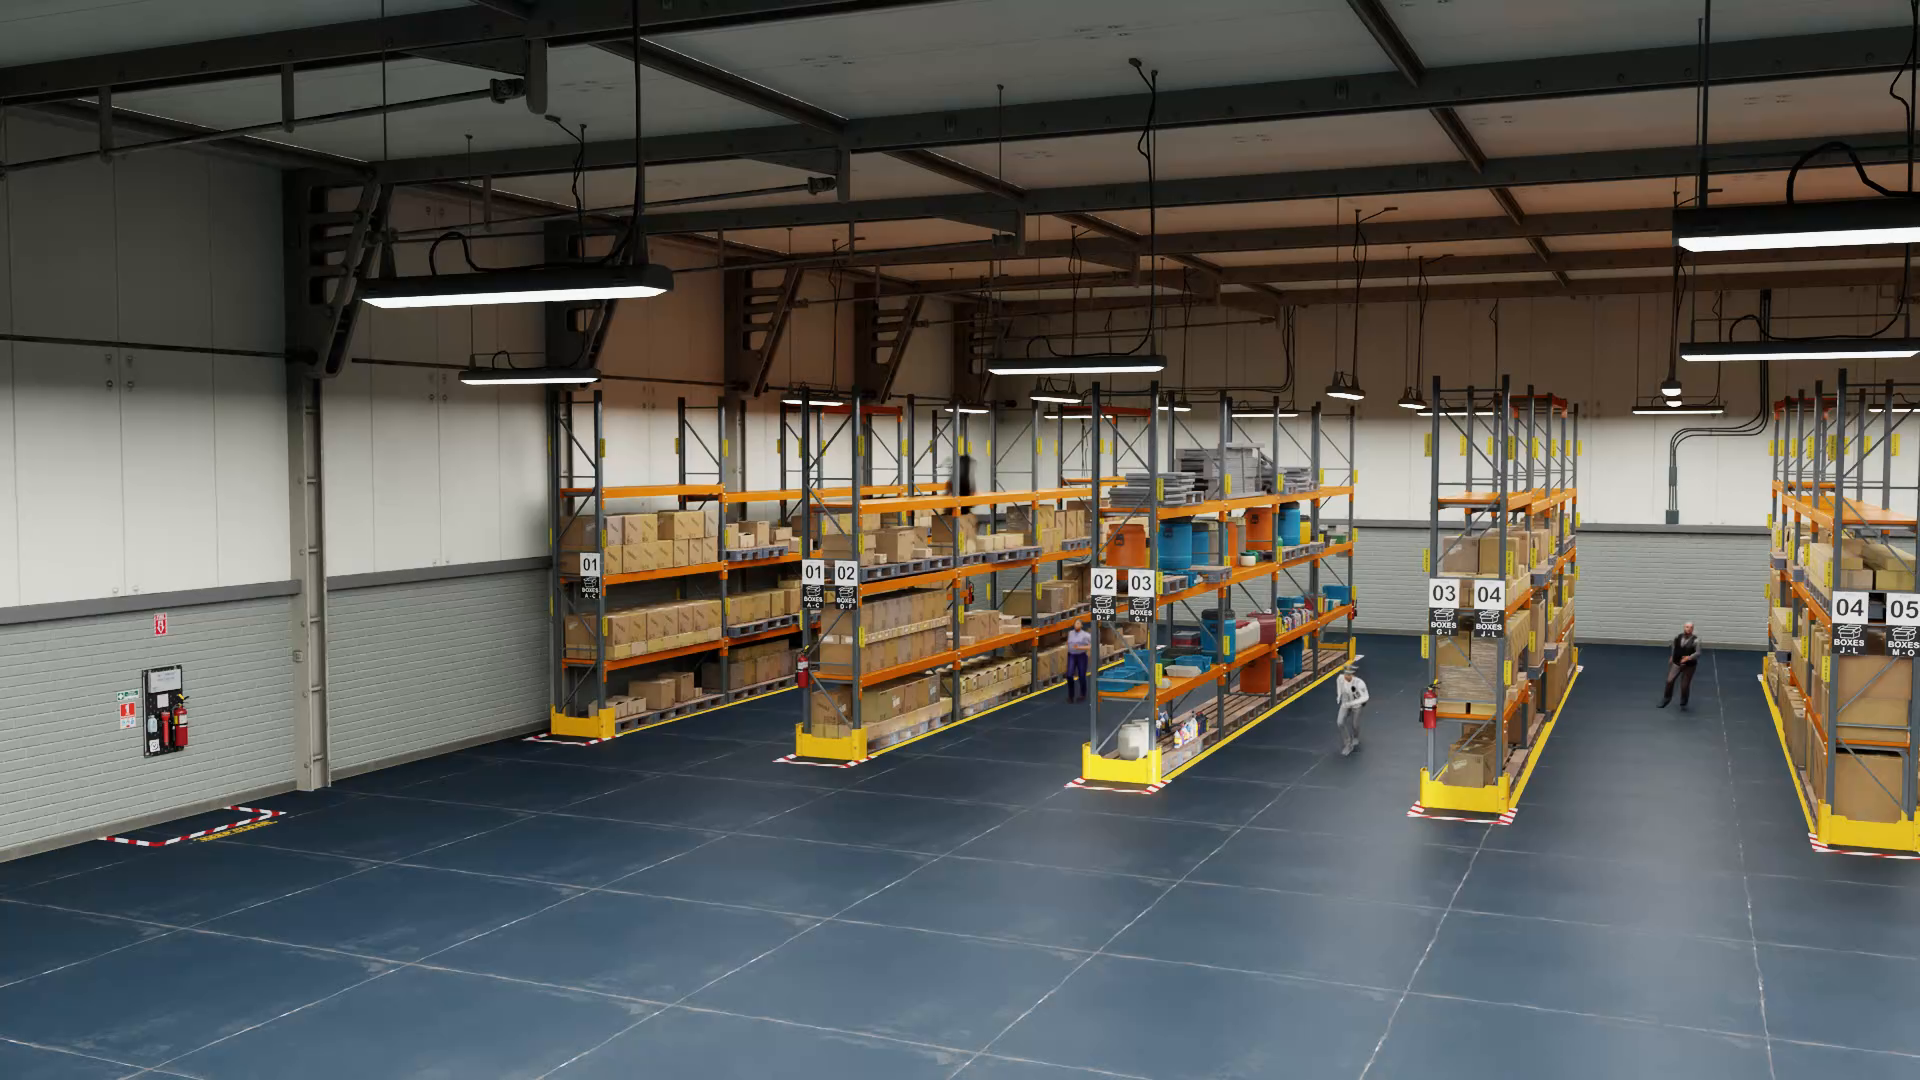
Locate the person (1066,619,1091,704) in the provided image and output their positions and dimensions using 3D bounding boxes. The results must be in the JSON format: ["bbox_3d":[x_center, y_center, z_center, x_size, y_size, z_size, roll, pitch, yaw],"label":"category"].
[{"bbox_3d":[2.338,2.386,32.666,0.579,1.697,0.717,1,3,19],"label":"person"}]

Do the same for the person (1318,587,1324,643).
[{"bbox_3d":[8.743,1.950,40.681,0.505,1.629,0.652,2,4,37],"label":"person"}]

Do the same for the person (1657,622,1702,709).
[{"bbox_3d":[13.770,2.387,31.708,0.741,1.672,0.802,3,4,42],"label":"person"}]

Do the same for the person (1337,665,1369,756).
[{"bbox_3d":[6.494,2.762,27.377,0.601,1.513,1.030,2,4,29],"label":"person"}]
